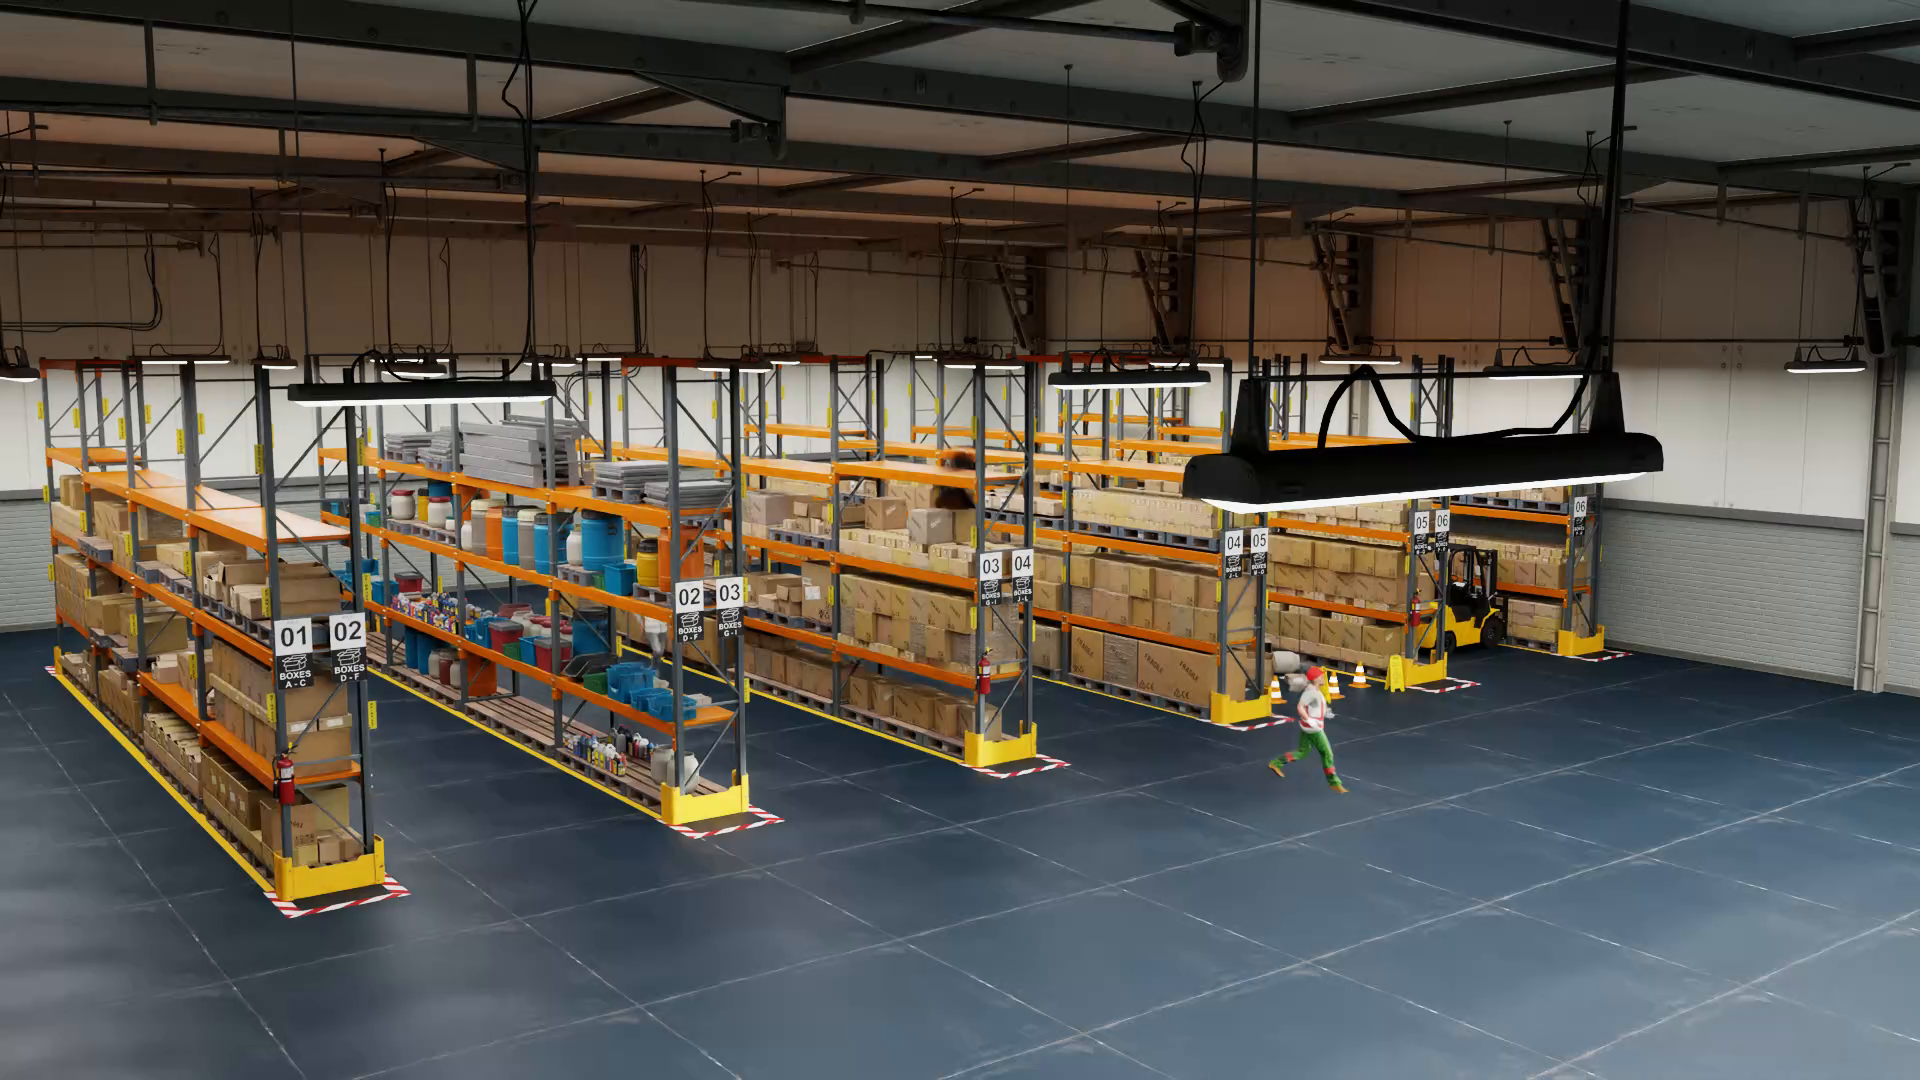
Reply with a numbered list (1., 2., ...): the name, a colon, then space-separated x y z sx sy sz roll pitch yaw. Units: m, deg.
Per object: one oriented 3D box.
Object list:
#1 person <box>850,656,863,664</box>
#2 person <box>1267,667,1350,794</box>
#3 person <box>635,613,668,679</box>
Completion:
1. person: -1.891 1.661 31.610 0.668 1.840 0.788 -5 9 -37
2. person: 4.905 2.665 23.331 1.150 1.801 0.612 0 7 1
3. person: -5.655 1.742 30.985 0.628 1.832 0.756 -5 9 -38
